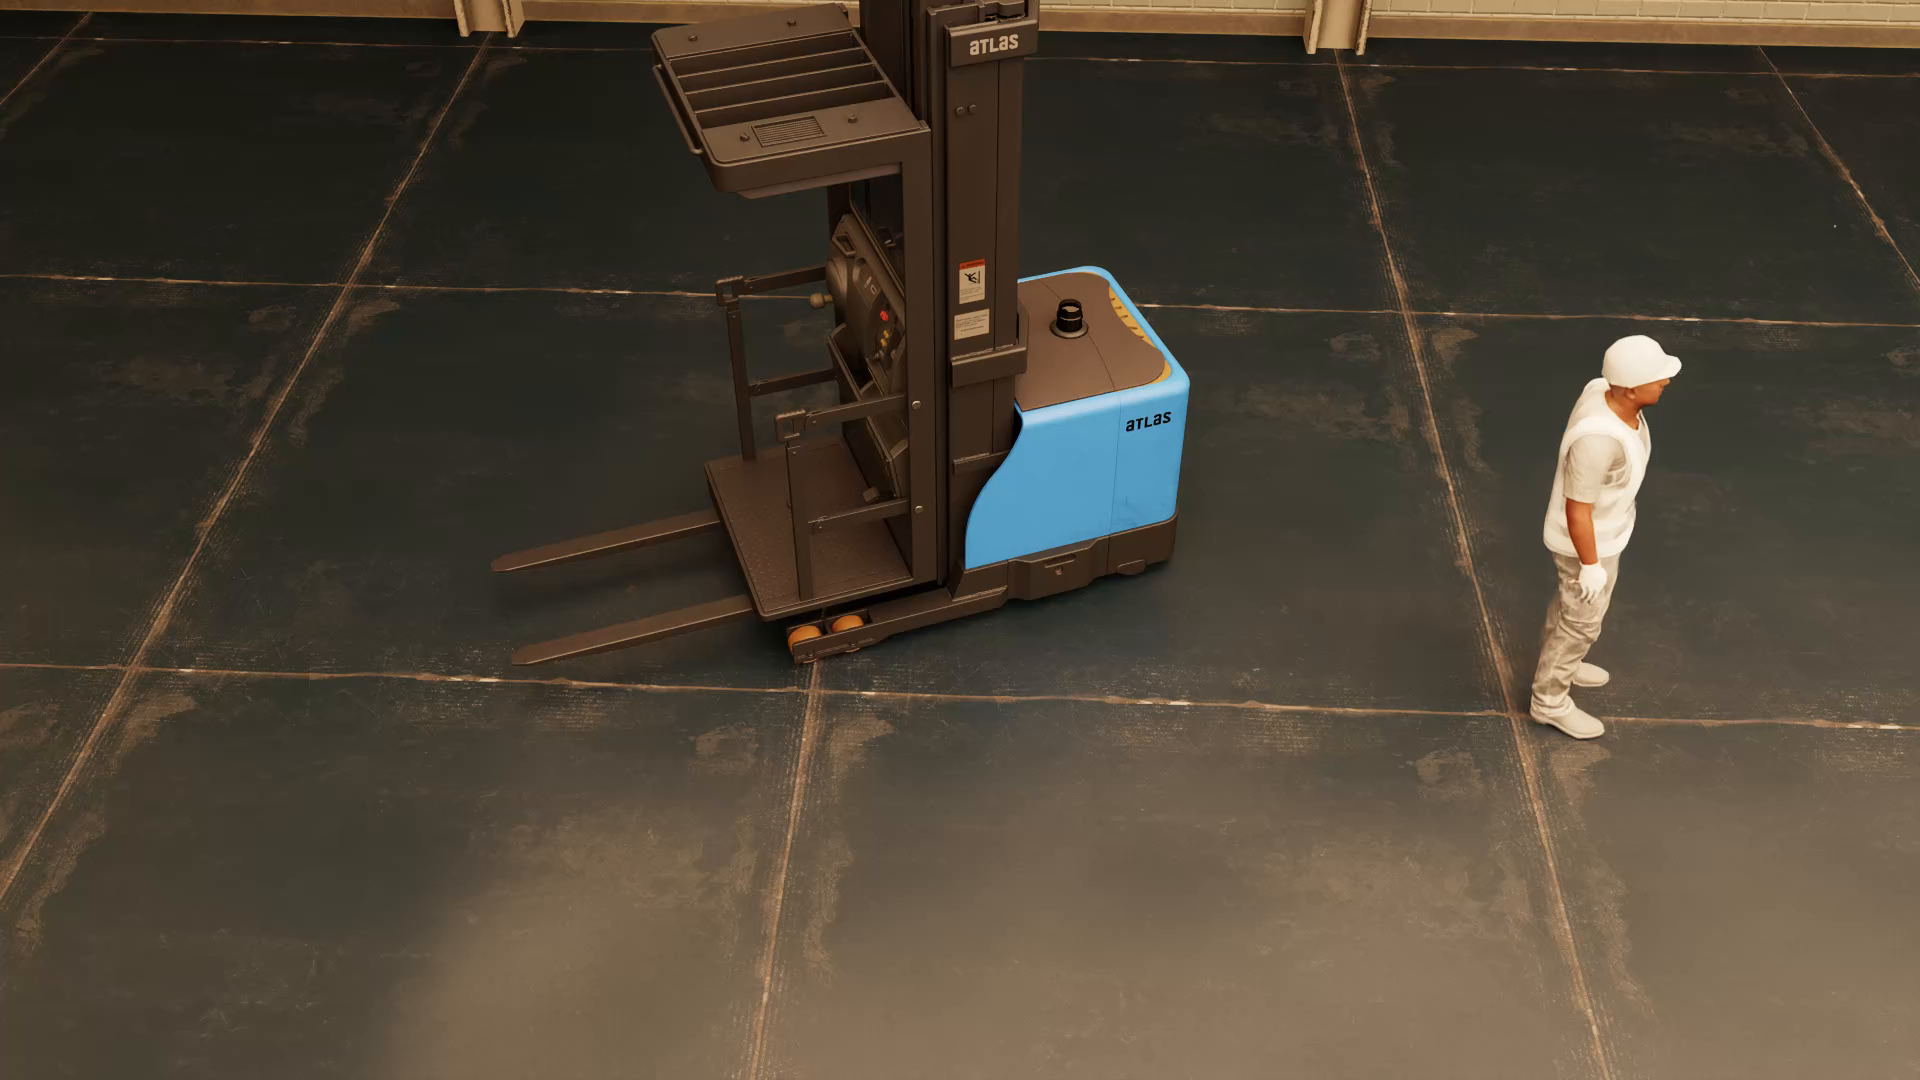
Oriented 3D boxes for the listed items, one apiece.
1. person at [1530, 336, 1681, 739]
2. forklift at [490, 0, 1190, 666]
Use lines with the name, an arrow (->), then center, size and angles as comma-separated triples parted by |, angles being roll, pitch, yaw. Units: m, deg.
person -> 2.556, -0.022, 6.622 | 0.503, 1.795, 0.650 | 16, 45, 17
forklift -> -0.573, -0.945, 6.778 | 3.031, 2.935, 1.130 | -13, 44, -14
